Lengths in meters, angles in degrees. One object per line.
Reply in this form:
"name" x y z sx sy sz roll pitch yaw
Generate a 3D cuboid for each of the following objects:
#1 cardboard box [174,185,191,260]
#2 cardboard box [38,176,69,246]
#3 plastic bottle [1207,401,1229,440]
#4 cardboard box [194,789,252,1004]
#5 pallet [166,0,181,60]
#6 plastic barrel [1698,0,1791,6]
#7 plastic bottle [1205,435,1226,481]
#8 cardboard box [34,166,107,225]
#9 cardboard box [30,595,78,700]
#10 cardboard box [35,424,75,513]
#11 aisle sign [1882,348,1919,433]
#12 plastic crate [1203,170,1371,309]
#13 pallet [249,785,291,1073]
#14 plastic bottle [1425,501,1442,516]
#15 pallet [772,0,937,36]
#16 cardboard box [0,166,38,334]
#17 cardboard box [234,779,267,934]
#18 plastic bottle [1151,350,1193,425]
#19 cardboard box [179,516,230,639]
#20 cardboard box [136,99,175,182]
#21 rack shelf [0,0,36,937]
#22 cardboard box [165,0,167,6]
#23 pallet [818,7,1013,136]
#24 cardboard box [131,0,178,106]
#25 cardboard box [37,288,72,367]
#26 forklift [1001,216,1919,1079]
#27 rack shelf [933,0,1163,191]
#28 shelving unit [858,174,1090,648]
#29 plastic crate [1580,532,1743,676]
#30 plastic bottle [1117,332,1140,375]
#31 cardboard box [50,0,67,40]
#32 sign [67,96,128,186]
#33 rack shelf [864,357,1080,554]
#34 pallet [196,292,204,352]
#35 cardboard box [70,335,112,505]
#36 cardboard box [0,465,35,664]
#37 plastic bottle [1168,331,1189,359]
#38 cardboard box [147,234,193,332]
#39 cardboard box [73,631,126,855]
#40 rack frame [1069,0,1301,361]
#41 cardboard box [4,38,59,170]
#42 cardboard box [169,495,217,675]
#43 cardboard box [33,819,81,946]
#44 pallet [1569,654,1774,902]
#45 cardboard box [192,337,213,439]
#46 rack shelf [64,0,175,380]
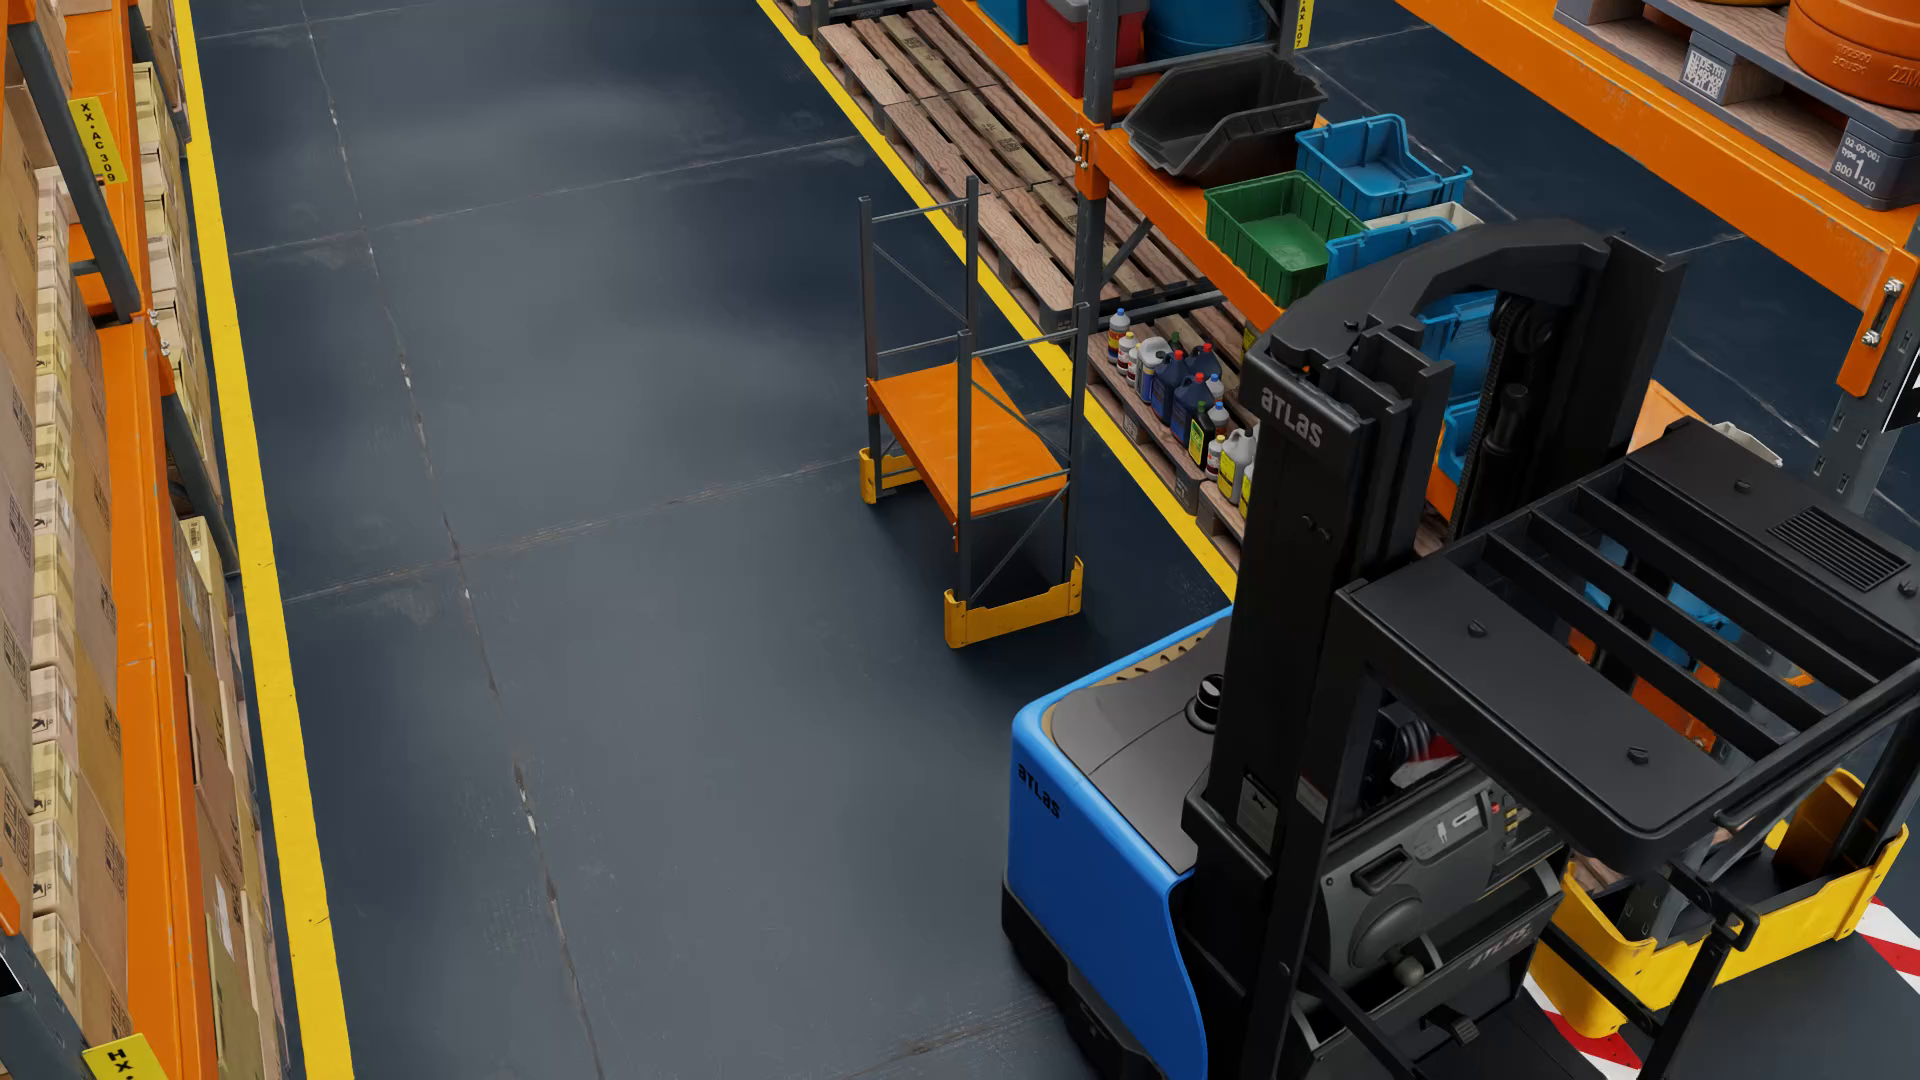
"cardboard box" -4.259 -1.561 8.551 0.500 0.250 0.500 -14 43 -16
"cardboard box" -3.244 -1.077 5.628 0.380 0.149 0.250 -15 43 -17
"plastic bottle" 1.121 -0.487 7.271 0.097 0.271 0.097 0 41 0
"cardboard box" -2.411 1.128 4.850 0.500 0.500 0.500 -15 43 -17
"pallet" -5.790 -3.449 11.099 1.003 0.211 1.213 -15 43 -17
"plastic barrel" 2.009 -1.750 4.218 0.600 0.588 0.600 0 41 0
"plastic bottle" 1.116 -0.363 7.180 0.097 0.201 0.097 0 41 0
"cardboard box" -3.696 -1.393 6.762 0.380 0.149 0.250 -15 43 -17
"cardboard box" -2.363 0.310 4.014 0.380 0.149 0.250 -16 43 -18
"cardboard box" -2.655 -0.153 4.553 0.380 0.149 0.250 -14 43 -15
"aisle sign" 2.316 -0.596 3.648 0.394 0.787 0.004 -15 43 -17
"plastic crate" 1.291 -1.169 6.471 0.450 0.188 0.662 -15 43 -17
"pallet" -2.810 1.379 5.484 1.003 0.211 1.213 -15 43 -17
"plastic bottle" 2.026 -0.236 6.979 0.097 0.271 0.097 0 41 0
"pallet" -0.839 -3.954 11.686 1.003 0.211 1.213 -15 43 -17
"cardboard box" -3.176 -0.864 4.882 0.700 0.500 0.500 -15 43 -17
"cardboard box" -2.587 1.107 5.449 0.500 0.250 0.500 -15 43 -17
"plastic bottle" 0.958 -0.710 7.469 0.144 0.351 0.185 -14 43 -16
"cardboard box" -3.166 0.205 6.498 0.500 0.250 0.500 -15 43 -17
"cardboard box" -4.443 -2.077 8.721 0.500 0.311 0.500 -16 43 -18
"rack shelf" -2.781 -0.563 3.856 1.077 0.370 4.000 -15 43 -17
"cardboard box" -5.584 -3.808 10.958 0.500 0.500 0.500 -17 43 -18
"pallet" -0.238 -3.013 10.592 1.003 0.211 1.213 -15 43 -17
"cardboard box" -4.986 -2.878 9.876 0.500 0.500 0.500 -13 42 -15
"cardboard box" -2.947 -0.613 5.088 0.380 0.149 0.250 -15 43 -17
"forklift" 1.367 0.853 4.010 1.130 2.935 3.031 -23 46 -25
"rack shelf" 0.267 -3.069 9.070 1.077 0.370 4.000 -15 43 -17
"shelving unit" 0.029 -0.523 6.708 0.587 1.500 1.083 -15 43 -17
"plastic crate" 2.095 0.102 4.945 0.499 0.251 0.616 -15 43 -17
"plastic bottle" 0.788 -0.880 7.782 0.097 0.201 0.097 0 41 0
"cardboard box" -4.536 -2.464 8.007 0.380 0.149 0.250 -12 42 -14
"sign" -3.034 -1.401 5.854 0.100 0.325 0.005 -15 43 -17
"rack shelf" 0.033 -0.381 6.819 0.538 0.185 1.000 -15 43 -17
"pallet" -4.334 -1.017 8.270 1.003 0.211 1.213 -15 43 -17
"cardboard box" -3.162 -0.360 5.291 0.700 0.500 0.500 -16 43 -17
"cardboard box" -2.602 0.041 3.830 0.700 0.500 0.500 -15 43 -17
"plastic bottle" 0.996 -0.812 7.639 0.061 0.283 0.133 -15 43 -17
"cardboard box" -3.860 -1.158 7.653 0.500 0.311 0.500 -16 43 -18
"cardboard box" -2.572 0.568 4.212 0.700 0.500 0.500 -15 43 -17
"rack frame" 1.032 -2.137 7.435 1.000 3.000 0.127 -15 43 -17
"cardboard box" -4.026 -1.726 6.879 0.500 0.500 0.500 -12 42 -14
"cardboard box" -2.986 0.224 5.900 0.500 0.500 0.500 -15 43 -17
"cardboard box" -2.070 0.774 3.476 0.380 0.149 0.250 -16 43 -18
"pallet" 2.184 0.805 6.152 1.003 0.211 1.213 -15 43 -17
"cardboard box" -3.666 -0.633 7.473 0.500 0.250 0.500 -14 43 -16
"rack shelf" -4.311 -1.836 7.636 1.077 0.370 4.000 -15 43 -17
